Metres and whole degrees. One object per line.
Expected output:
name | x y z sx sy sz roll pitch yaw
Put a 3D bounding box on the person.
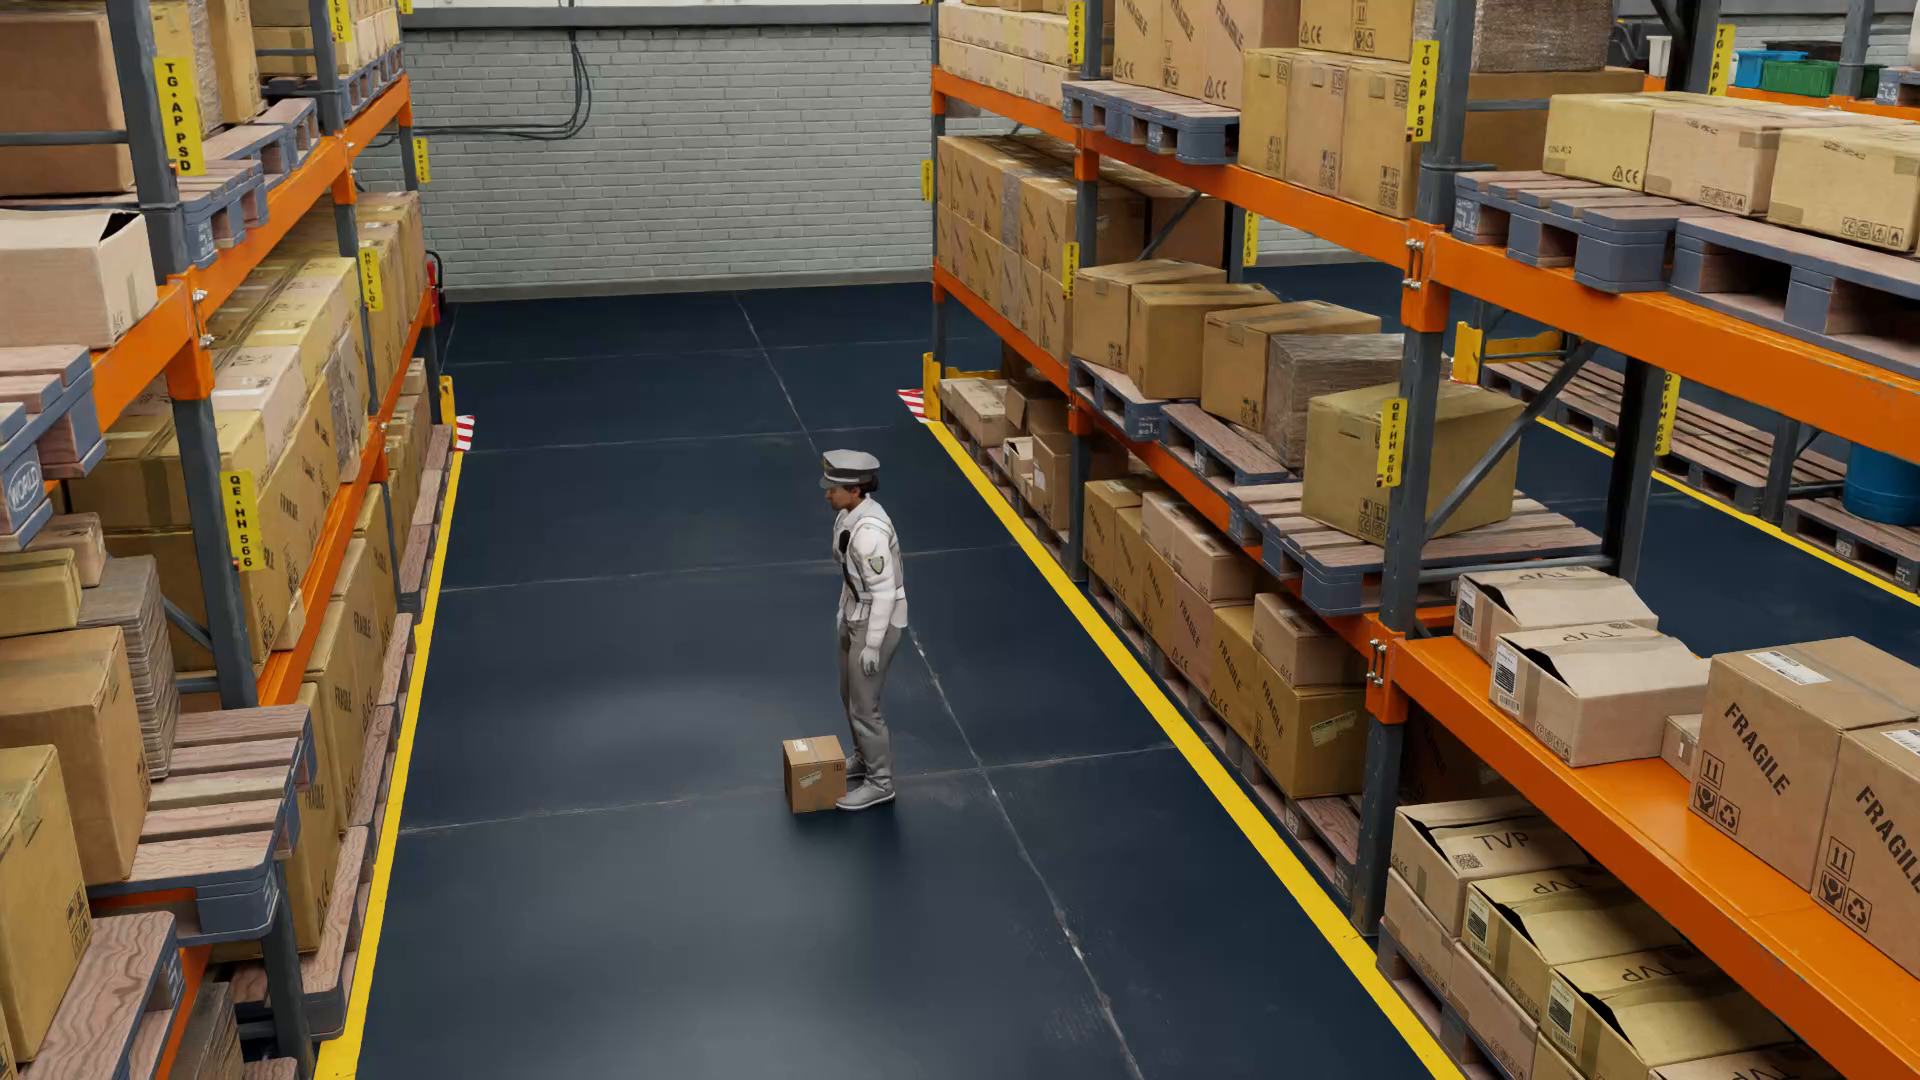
person | -0.434 0.393 7.475 0.375 1.661 0.535 -6 21 -16
